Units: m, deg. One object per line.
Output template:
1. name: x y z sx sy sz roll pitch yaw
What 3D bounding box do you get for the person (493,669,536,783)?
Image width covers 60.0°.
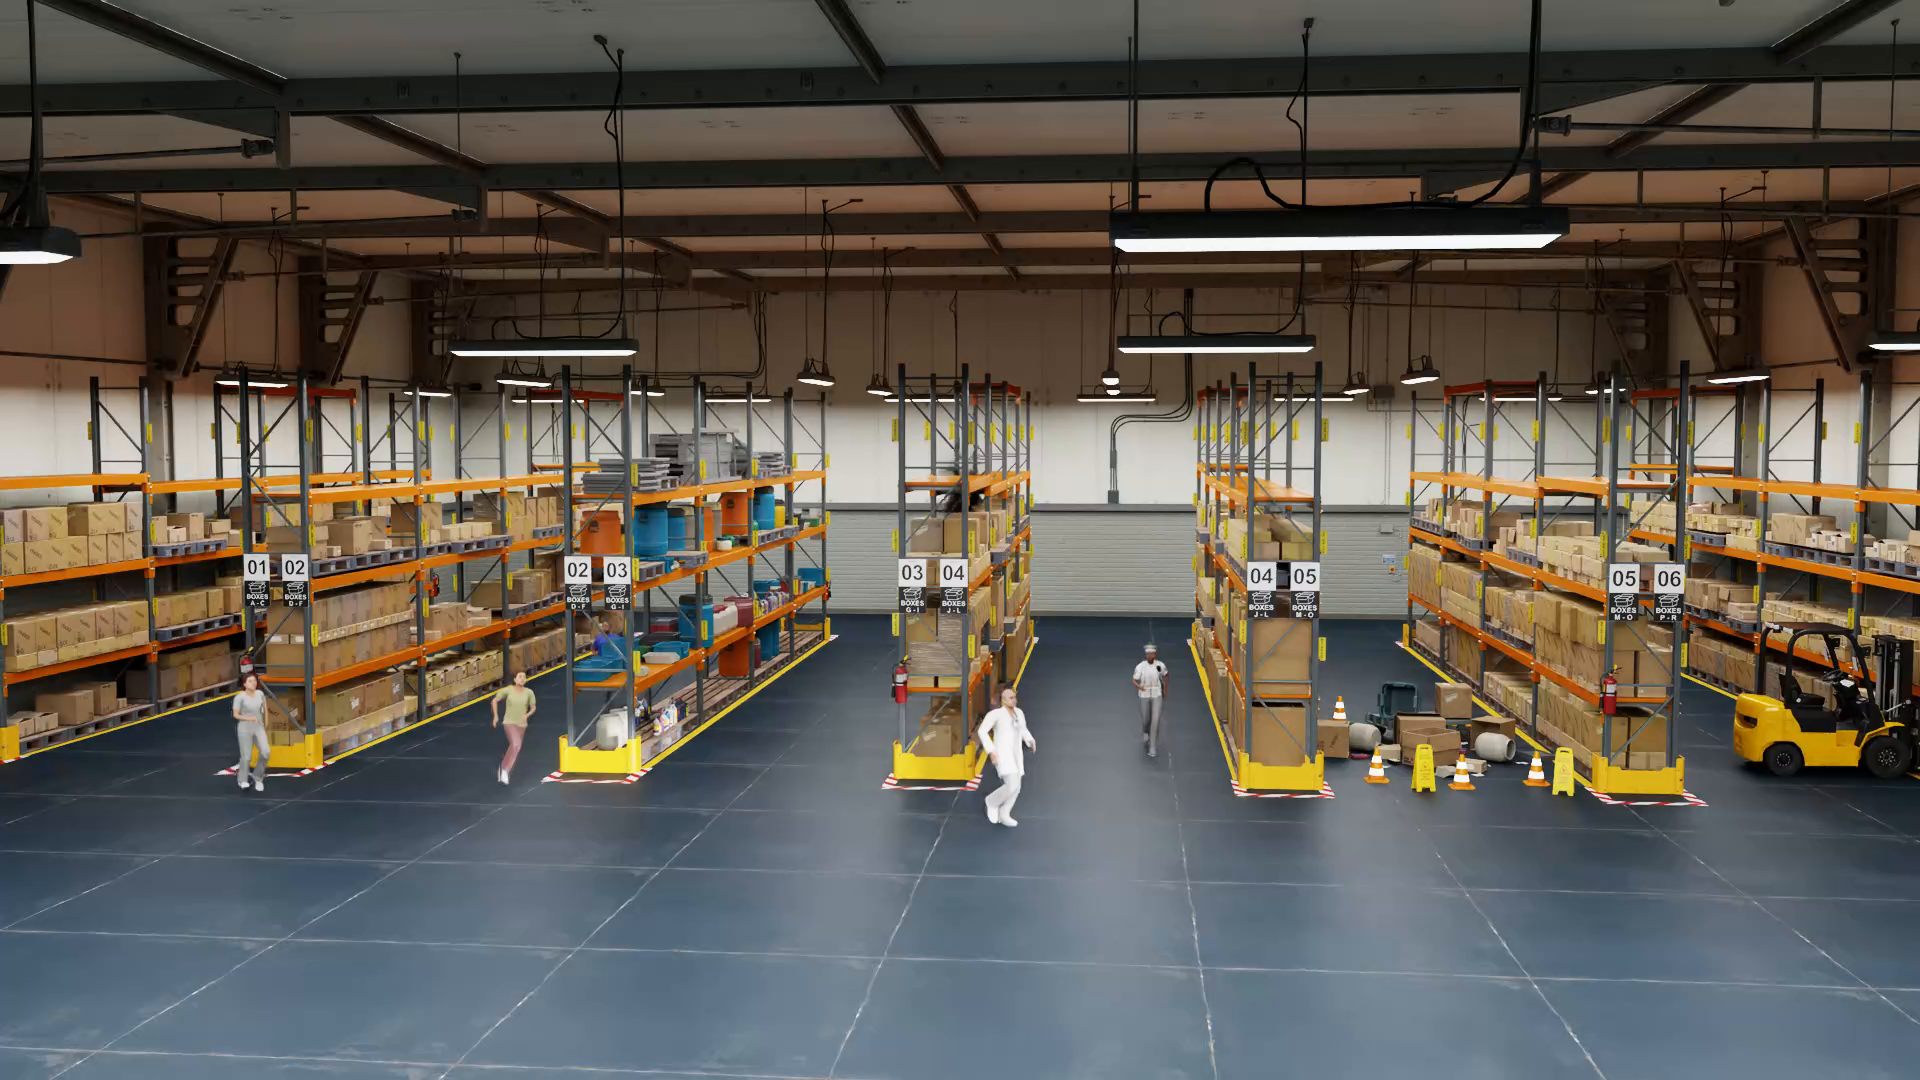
1. person: -6.316 2.654 23.730 0.582 1.606 0.621 -2 4 -33

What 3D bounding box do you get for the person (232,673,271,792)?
1. person: -9.867 2.692 23.212 0.685 1.689 0.578 3 5 40

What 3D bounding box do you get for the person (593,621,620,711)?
1. person: -6.400 2.268 30.231 0.593 1.607 0.672 0 4 5

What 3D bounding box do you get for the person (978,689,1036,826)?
1. person: 0.637 2.772 21.183 0.722 1.746 0.628 -4 5 -44

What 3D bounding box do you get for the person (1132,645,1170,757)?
1. person: 3.000 2.483 26.147 0.590 1.710 0.920 0 4 6
